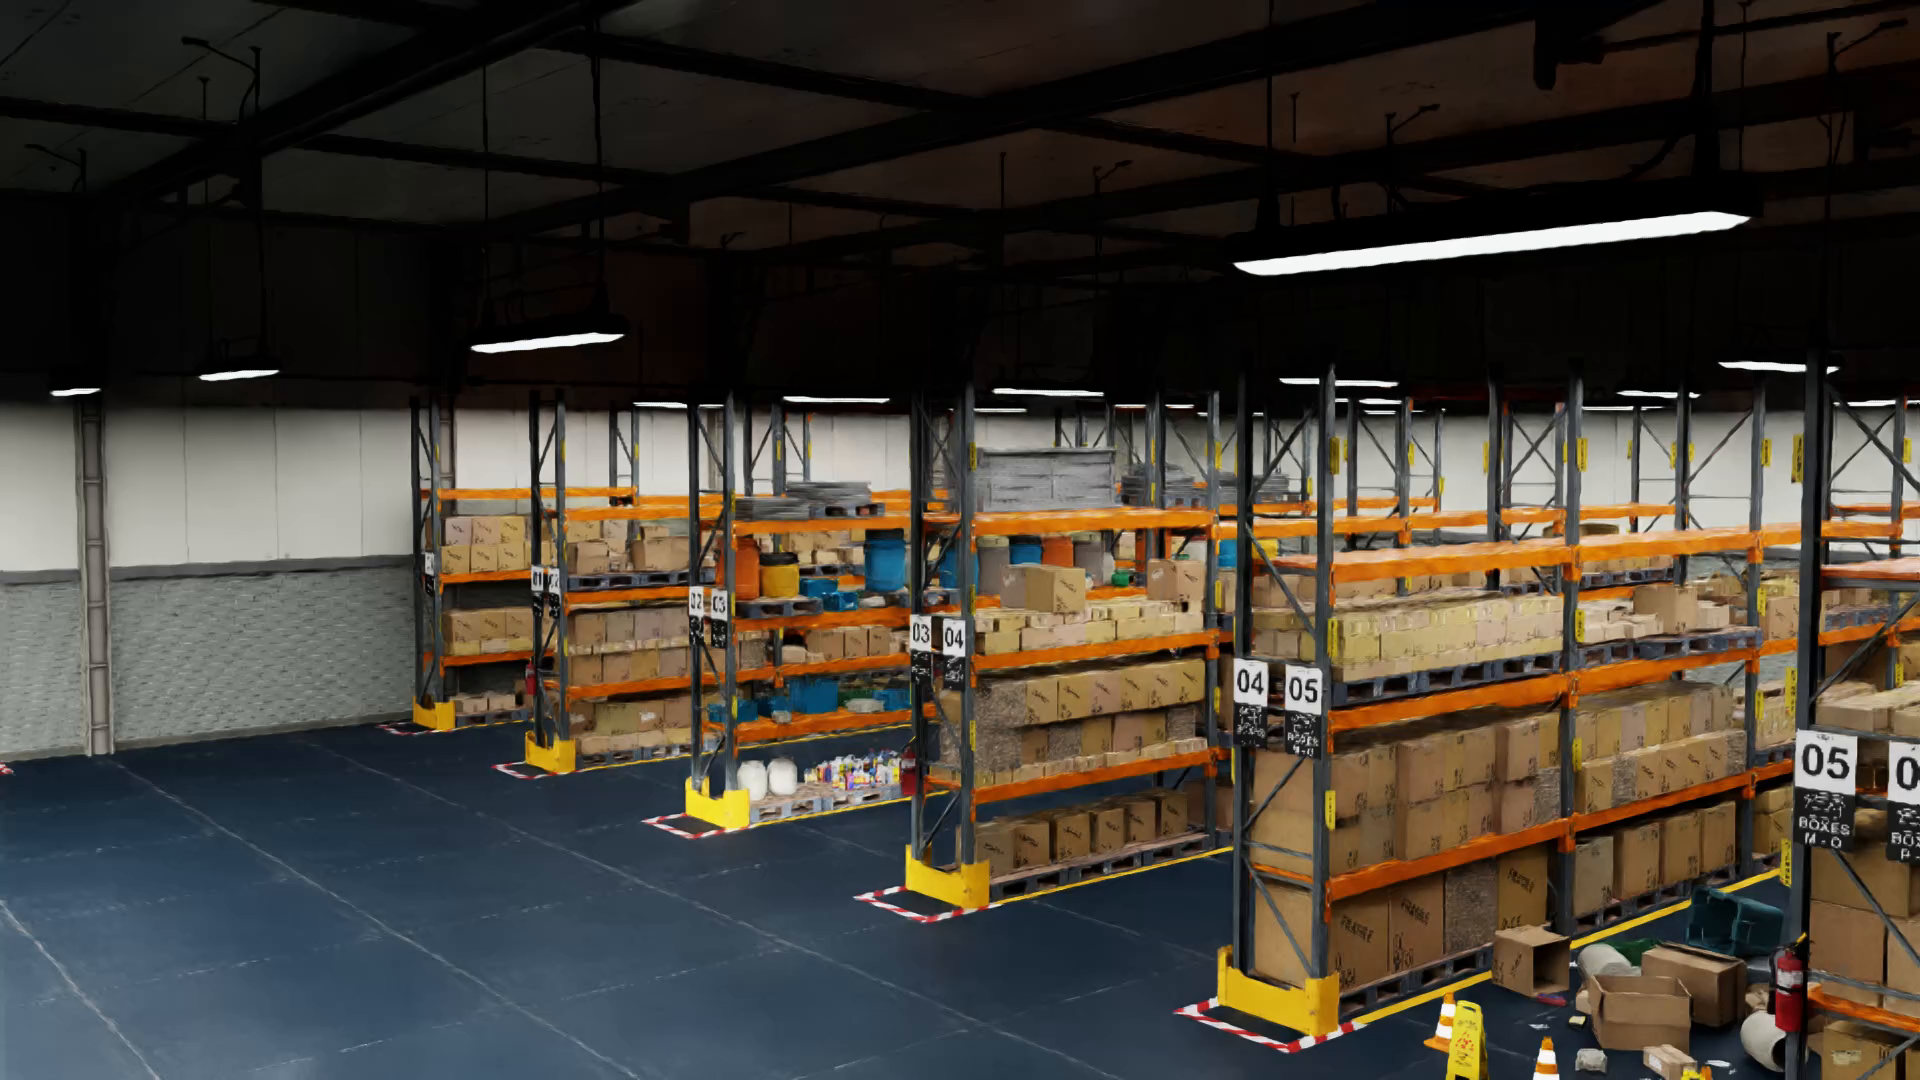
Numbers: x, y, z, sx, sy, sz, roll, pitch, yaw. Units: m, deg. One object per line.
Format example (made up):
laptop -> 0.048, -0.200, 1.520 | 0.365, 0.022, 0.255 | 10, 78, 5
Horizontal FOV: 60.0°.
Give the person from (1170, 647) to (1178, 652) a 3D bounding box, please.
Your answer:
person -> 4.158, 2.457, 30.716 | 0.679, 1.763, 0.585 | -1, 3, -13
